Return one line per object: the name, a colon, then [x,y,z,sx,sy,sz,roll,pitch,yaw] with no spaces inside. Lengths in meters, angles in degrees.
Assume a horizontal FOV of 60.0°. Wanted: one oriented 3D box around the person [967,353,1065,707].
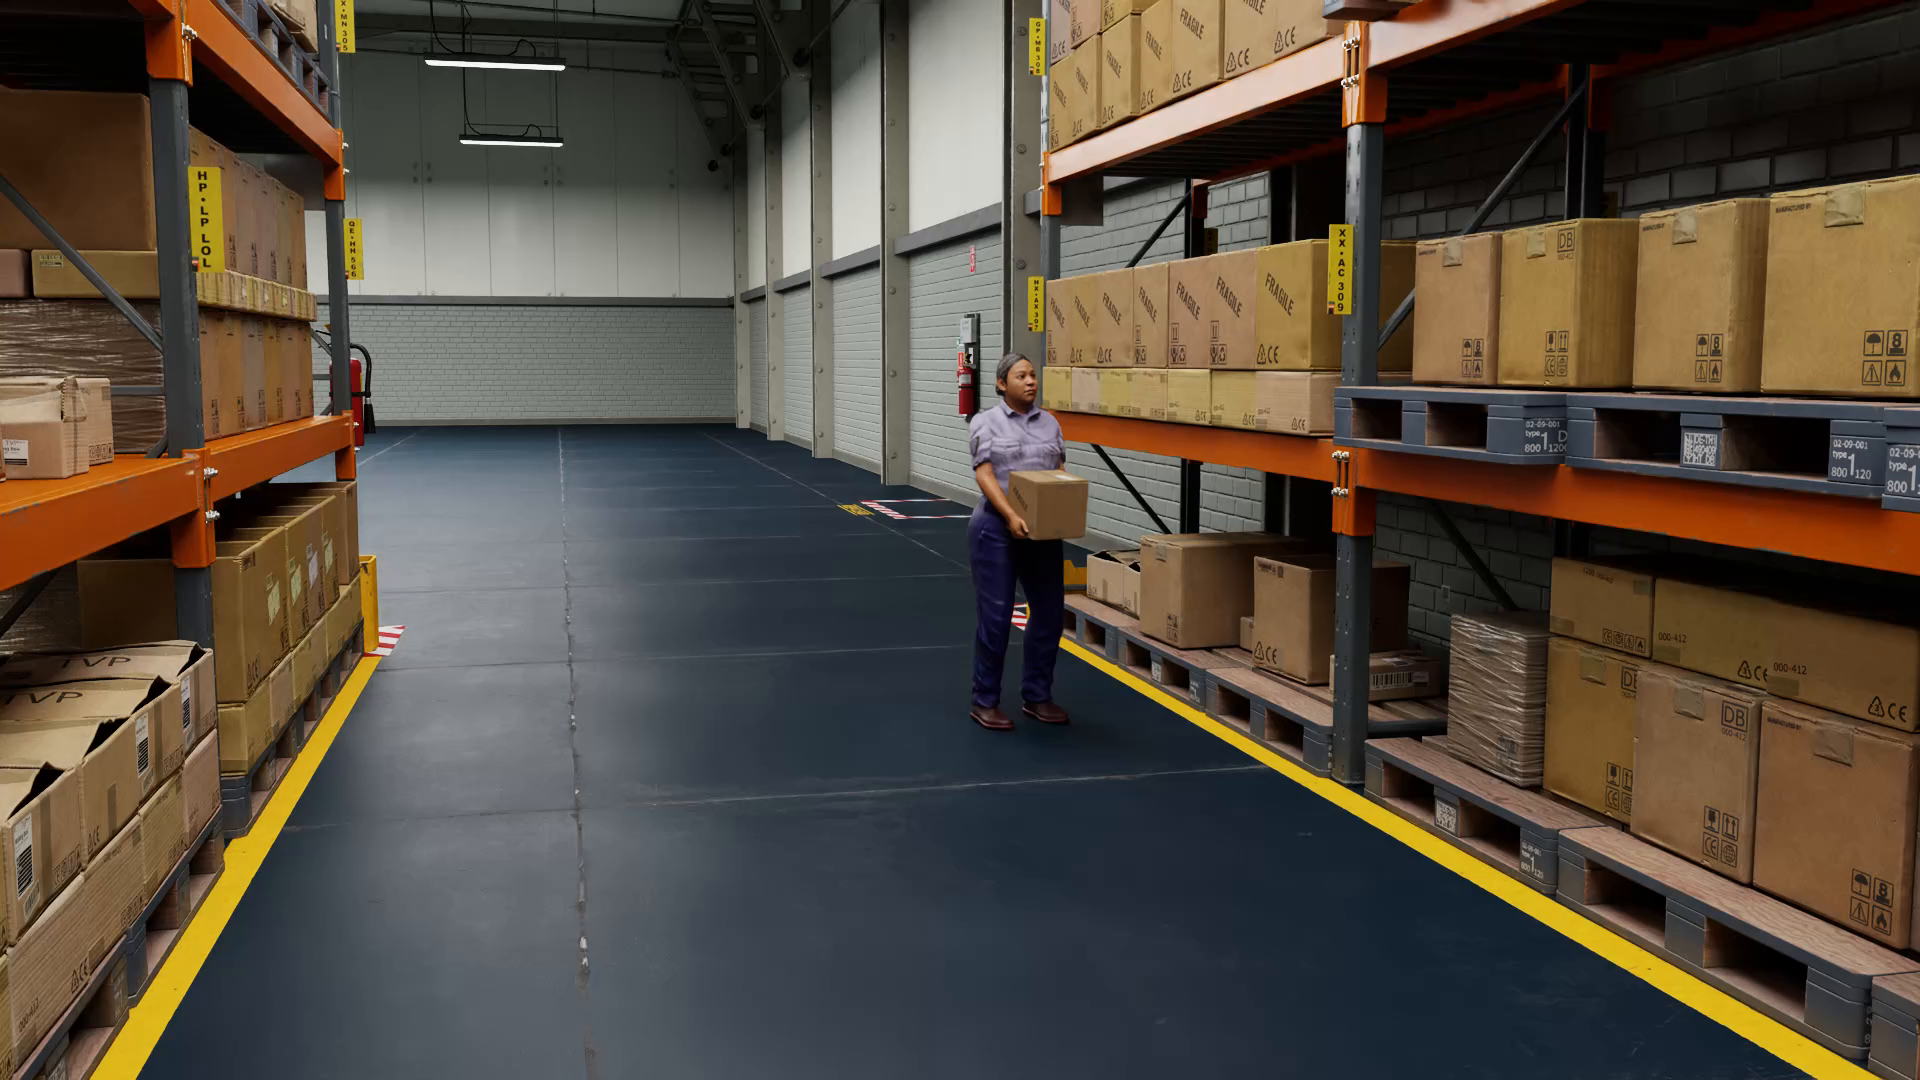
person: [0.287,-0.031,7.271,0.441,1.569,0.514,-3,7,-27]
